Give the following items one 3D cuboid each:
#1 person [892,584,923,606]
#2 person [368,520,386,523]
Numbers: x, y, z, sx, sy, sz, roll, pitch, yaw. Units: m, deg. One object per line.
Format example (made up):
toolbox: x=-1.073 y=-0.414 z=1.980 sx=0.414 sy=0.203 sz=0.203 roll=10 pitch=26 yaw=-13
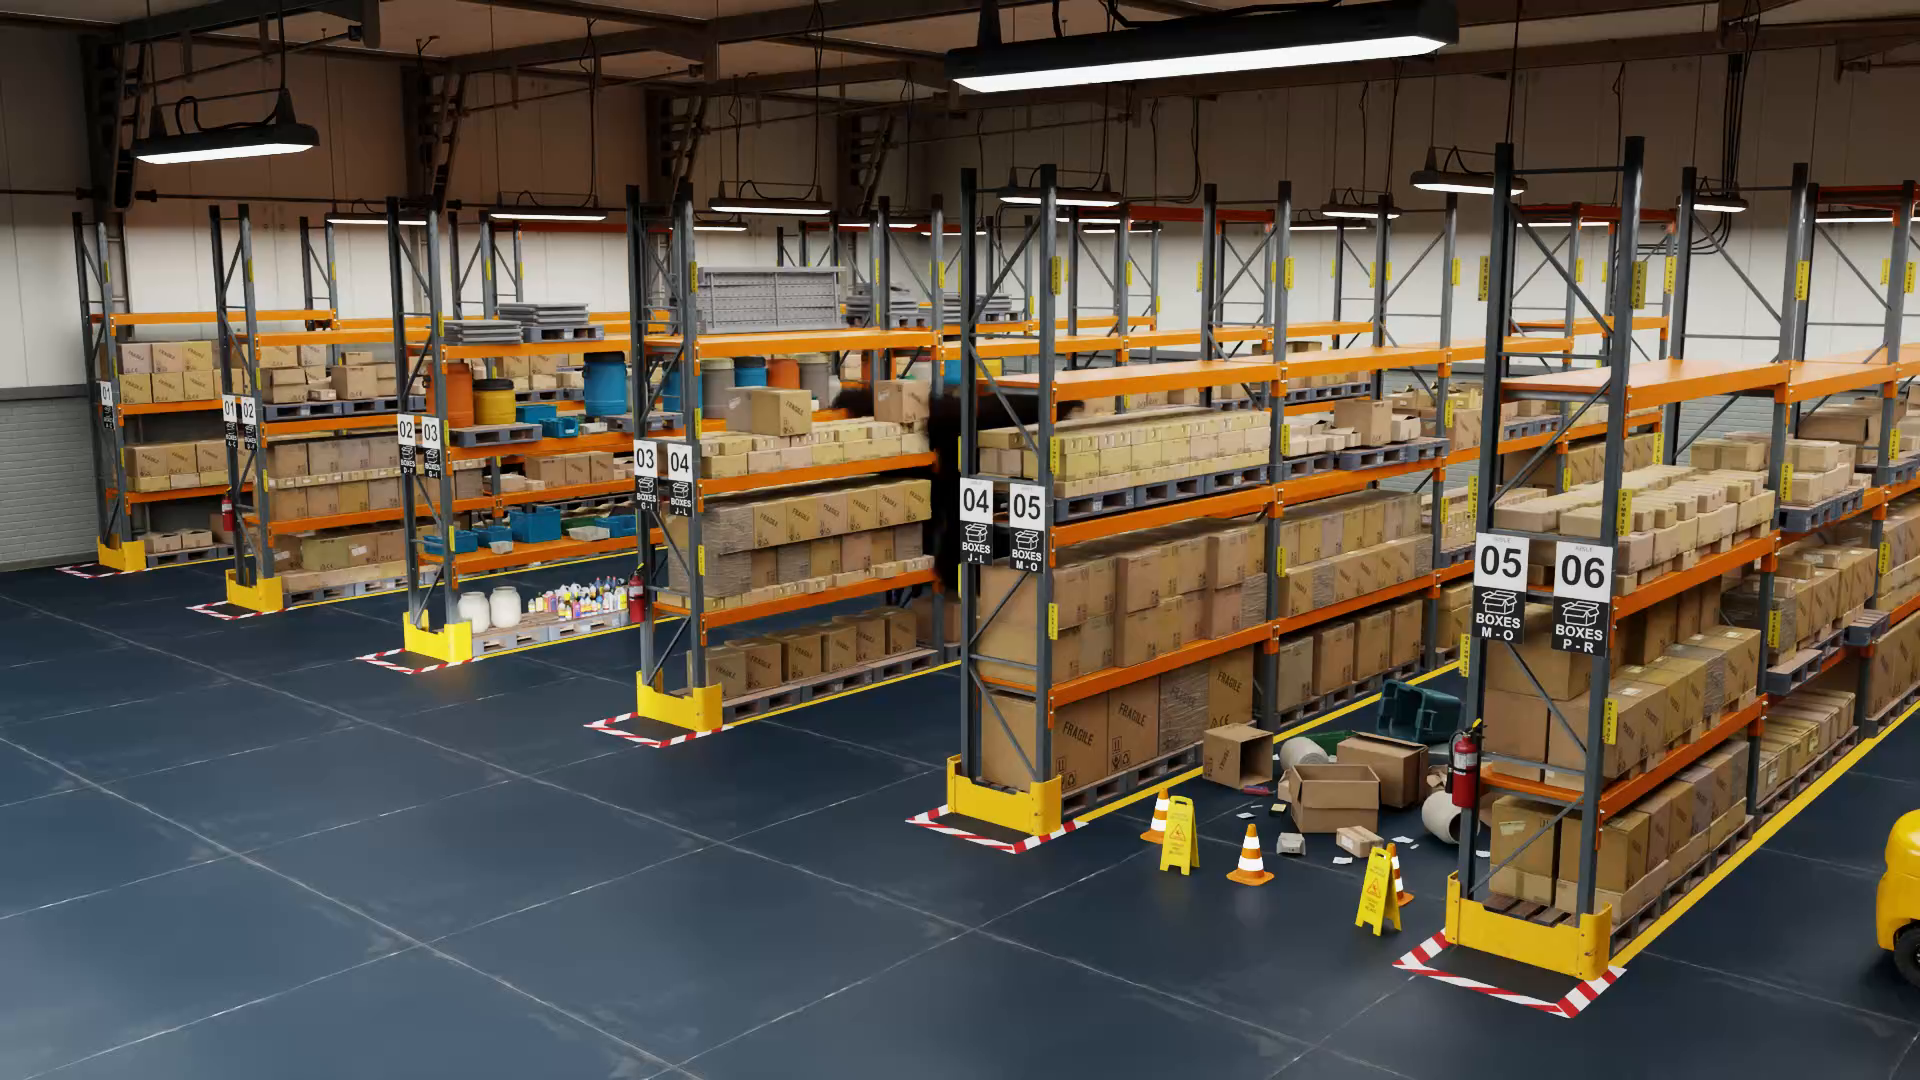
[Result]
person: x=-0.828 y=0.106 z=23.988 sx=0.904 sy=1.613 sz=0.455 roll=-9 pitch=13 yaw=-43
person: x=-10.684 y=-0.624 z=30.289 sx=0.582 sy=1.646 sz=0.475 roll=-2 pitch=10 yaw=-13
